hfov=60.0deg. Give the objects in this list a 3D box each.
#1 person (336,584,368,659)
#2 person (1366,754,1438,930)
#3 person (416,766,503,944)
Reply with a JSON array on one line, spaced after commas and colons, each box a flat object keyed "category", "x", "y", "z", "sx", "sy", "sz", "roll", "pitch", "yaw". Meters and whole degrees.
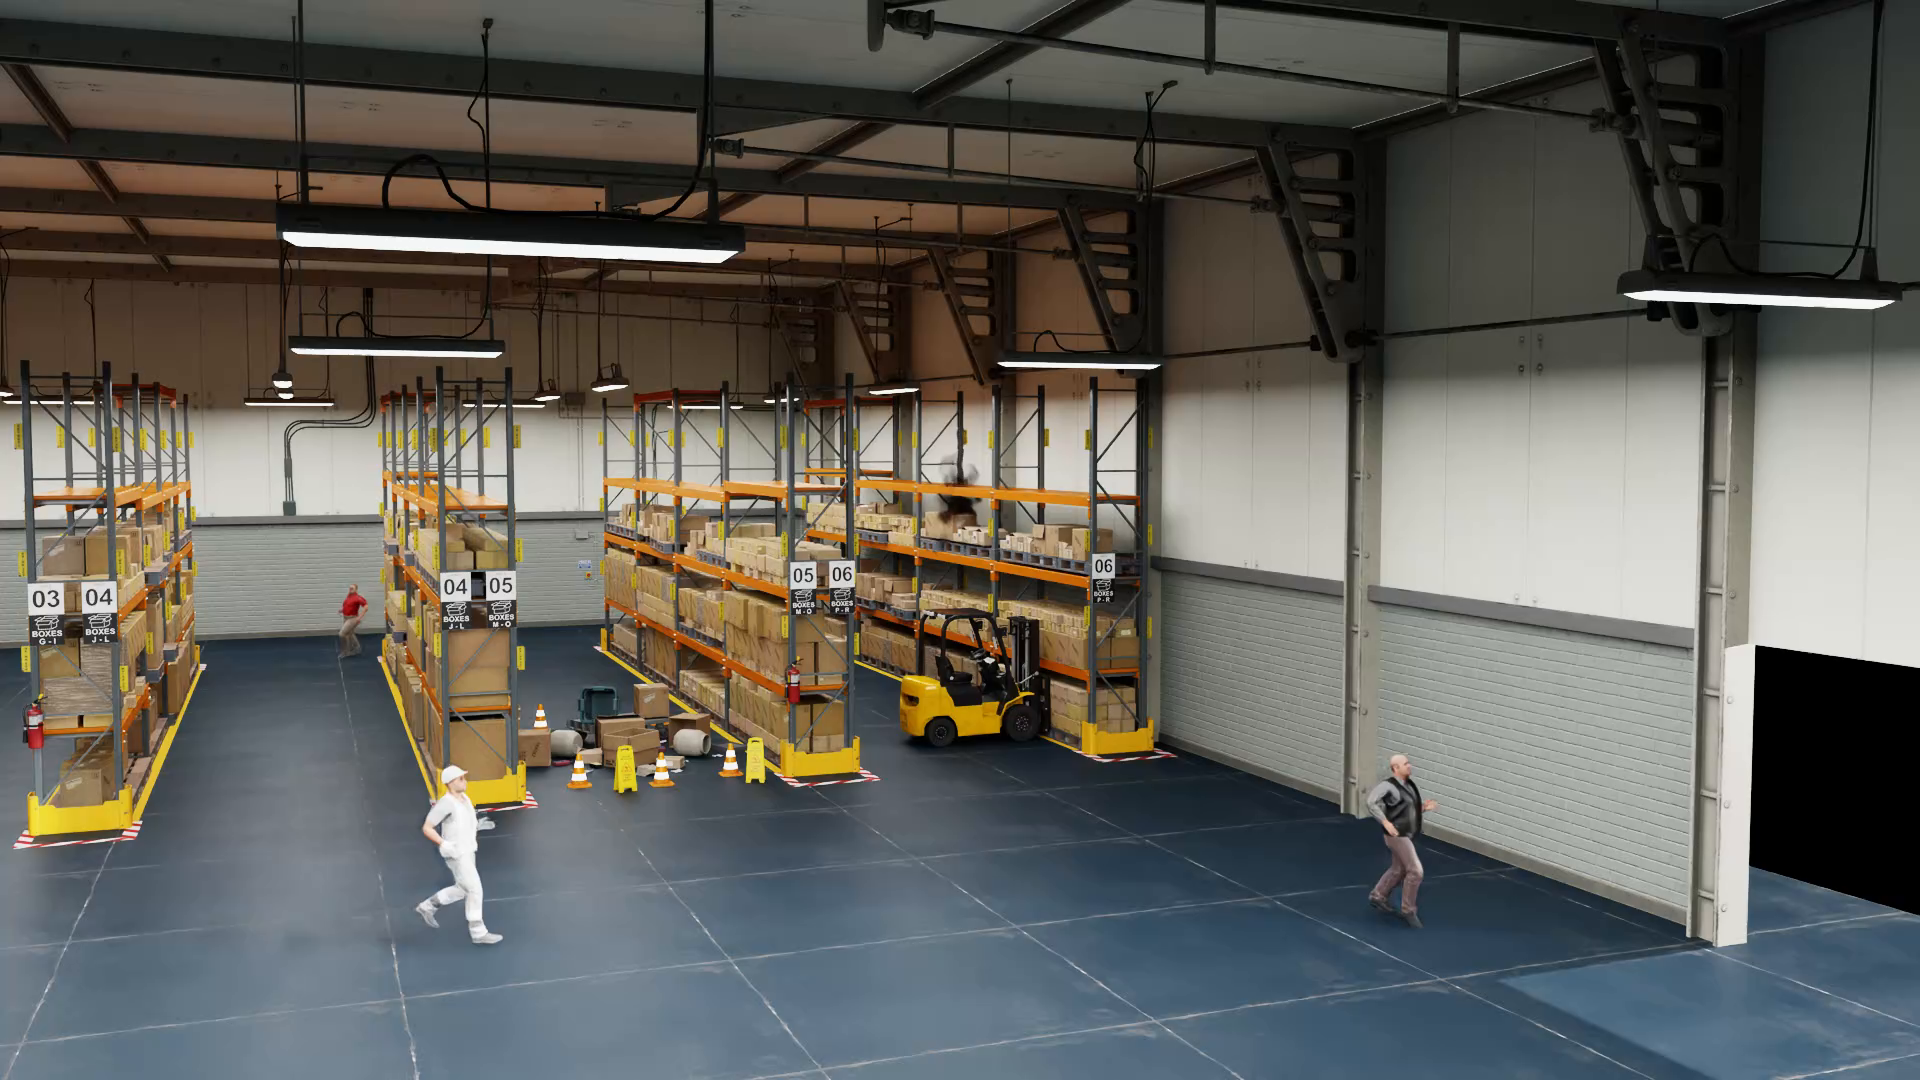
[{"category": "person", "x": -13.969, "y": 1.877, "z": 38.221, "sx": 0.714, "sy": 1.748, "sz": 0.672, "roll": 3, "pitch": 5, "yaw": 42}, {"category": "person", "x": 4.568, "y": 3.108, "z": 17.217, "sx": 0.731, "sy": 1.780, "sz": 0.639, "roll": 3, "pitch": 4, "yaw": 38}, {"category": "person", "x": -5.000, "y": 3.120, "z": 16.513, "sx": 0.928, "sy": 1.766, "sz": 0.669, "roll": 0, "pitch": 3, "yaw": 6}]
